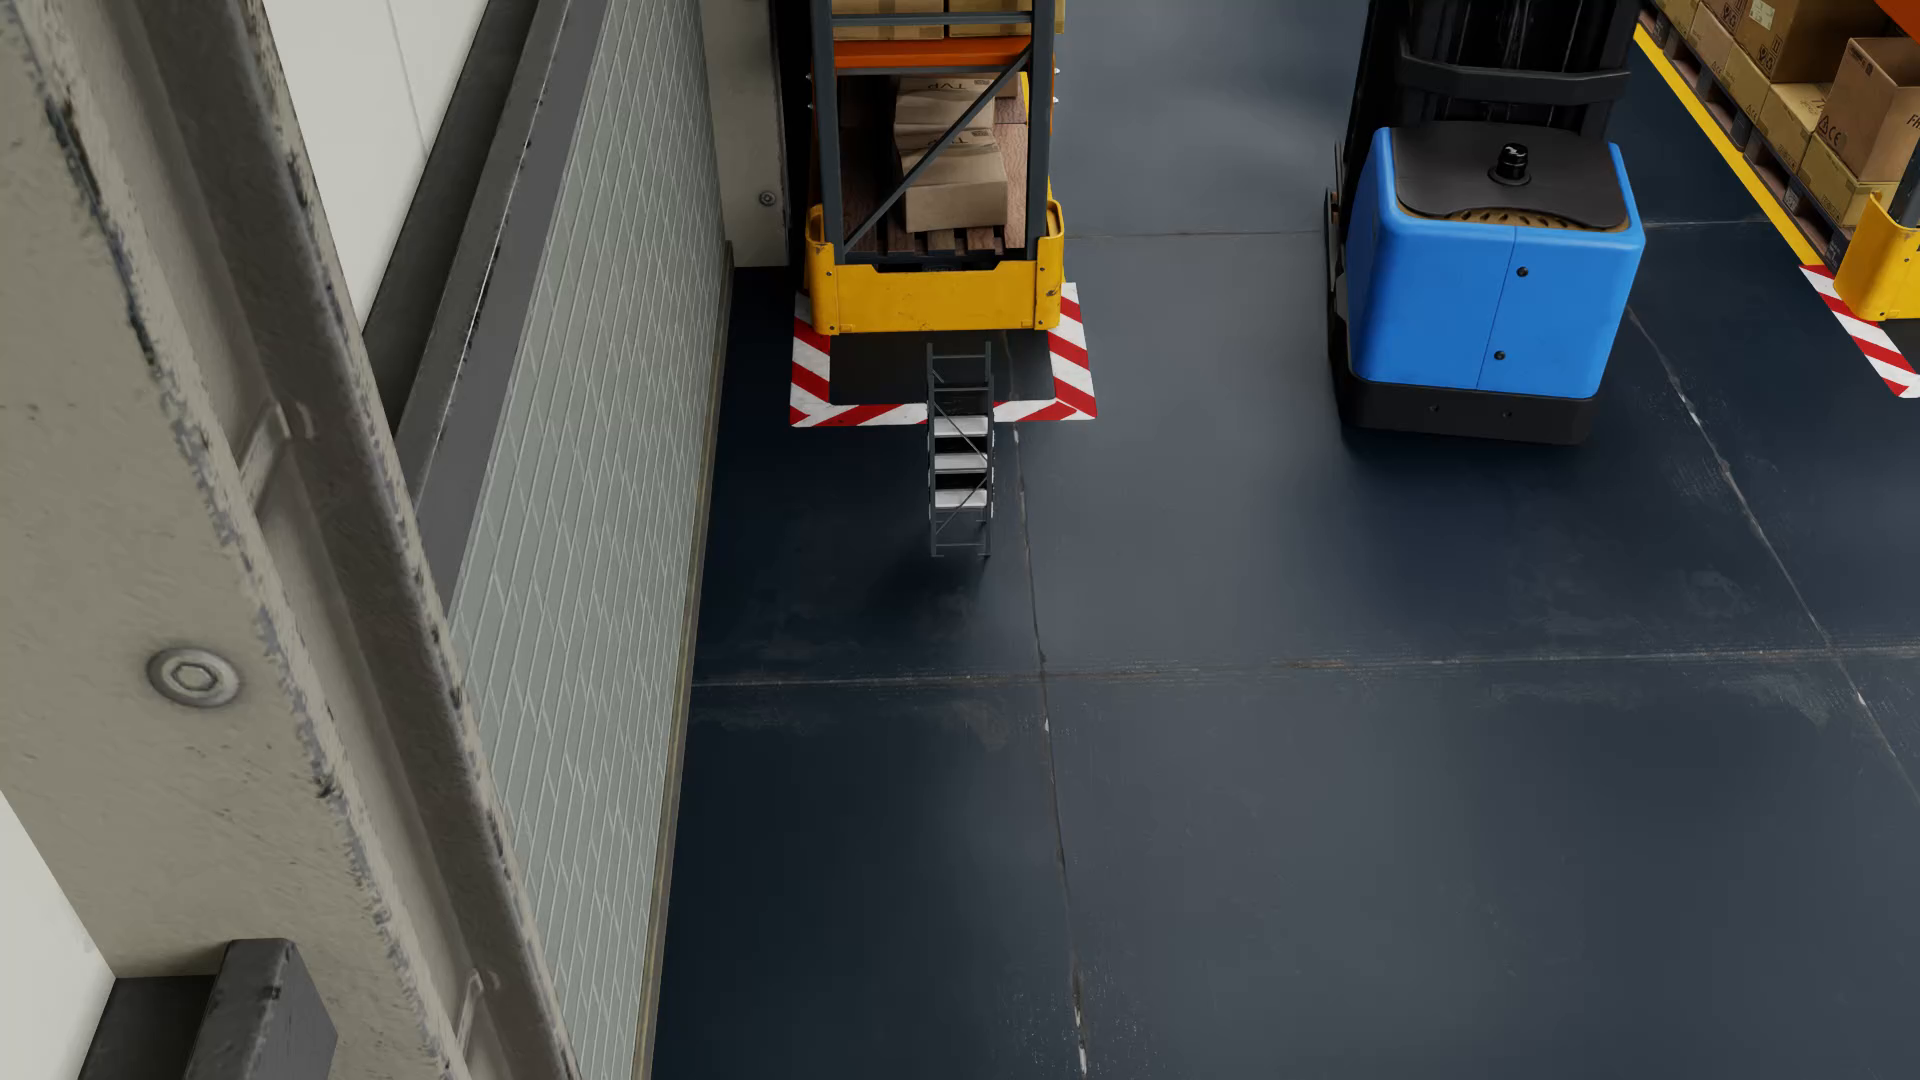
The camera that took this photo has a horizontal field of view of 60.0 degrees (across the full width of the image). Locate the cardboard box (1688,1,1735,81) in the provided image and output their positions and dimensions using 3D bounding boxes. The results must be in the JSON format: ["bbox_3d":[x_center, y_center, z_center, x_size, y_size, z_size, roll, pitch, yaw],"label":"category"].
[{"bbox_3d":[4.442,-2.799,9.308,0.500,0.250,0.500,-2,43,-2],"label":"cardboard box"}]

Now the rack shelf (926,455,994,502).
[{"bbox_3d":[0.000,-0.246,6.535,0.258,0.077,0.200,-2,43,-2],"label":"rack shelf"}]

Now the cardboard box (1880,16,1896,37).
[{"bbox_3d":[4.978,-2.752,8.702,0.500,0.500,0.500,-2,43,-2],"label":"cardboard box"}]

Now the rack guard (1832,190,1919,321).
[{"bbox_3d":[4.837,-1.354,7.857,1.175,0.500,0.348,-2,43,-2],"label":"rack guard"}]

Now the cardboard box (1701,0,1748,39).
[{"bbox_3d":[4.438,-3.075,9.054,0.500,0.500,0.500,-2,43,-2],"label":"cardboard box"}]

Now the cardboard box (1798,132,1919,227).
[{"bbox_3d":[4.518,-1.786,8.203,0.500,0.250,0.500,-2,43,-2],"label":"cardboard box"}]

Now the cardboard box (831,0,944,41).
[{"bbox_3d":[-0.327,-2.409,7.255,0.500,0.250,0.500,-1,43,-1],"label":"cardboard box"}]

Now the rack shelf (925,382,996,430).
[{"bbox_3d":[0.000,-0.512,6.292,0.258,0.077,0.200,-2,43,-2],"label":"rack shelf"}]

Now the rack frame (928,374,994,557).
[{"bbox_3d":[0.004,-0.269,6.377,0.240,0.900,0.006,-2,43,-2],"label":"rack frame"}]

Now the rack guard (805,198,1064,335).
[{"bbox_3d":[-0.117,-1.277,7.773,1.175,0.500,0.348,-2,43,-2],"label":"rack guard"}]

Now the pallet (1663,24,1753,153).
[{"bbox_3d":[4.713,-2.601,9.431,1.003,0.211,1.213,-2,43,-2],"label":"pallet"}]

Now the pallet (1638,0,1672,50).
[{"bbox_3d":[4.658,-3.426,10.332,1.003,0.211,1.213,-2,43,-2],"label":"pallet"}]

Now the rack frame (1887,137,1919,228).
[{"bbox_3d":[4.836,-2.292,7.030,1.000,3.000,0.127,-2,43,-2],"label":"rack frame"}]

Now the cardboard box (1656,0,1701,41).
[{"bbox_3d":[4.415,-3.136,9.676,0.500,0.250,0.500,-2,43,-2],"label":"cardboard box"}]

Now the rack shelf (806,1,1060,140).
[{"bbox_3d":[-0.198,-3.232,8.589,1.077,0.370,4.000,-2,43,-2],"label":"rack shelf"}]

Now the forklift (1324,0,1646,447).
[{"bbox_3d":[2.376,-2.478,7.284,1.130,2.935,3.031,6,43,6],"label":"forklift"}]

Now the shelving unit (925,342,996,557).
[{"bbox_3d":[0.000,-0.337,6.452,0.258,0.900,0.210,-2,43,-2],"label":"shelving unit"}]

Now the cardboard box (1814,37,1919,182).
[{"bbox_3d":[4.516,-2.063,7.950,0.500,0.500,0.500,-2,43,-2],"label":"cardboard box"}]

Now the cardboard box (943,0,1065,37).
[{"bbox_3d":[0.183,-2.438,7.286,0.500,0.250,0.500,-3,43,-3],"label":"cardboard box"}]

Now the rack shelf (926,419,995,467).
[{"bbox_3d":[0.000,-0.379,6.414,0.258,0.077,0.200,-2,43,-2],"label":"rack shelf"}]

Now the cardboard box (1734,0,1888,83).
[{"bbox_3d":[4.458,-2.738,8.686,0.500,0.500,0.500,-2,43,-2],"label":"cardboard box"}]

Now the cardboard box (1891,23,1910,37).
[{"bbox_3d":[5.012,-2.415,8.334,0.500,0.500,0.500,-2,43,-2],"label":"cardboard box"}]

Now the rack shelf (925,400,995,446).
[{"bbox_3d":[0.000,-0.445,6.353,0.258,0.077,0.200,-2,43,-2],"label":"rack shelf"}]

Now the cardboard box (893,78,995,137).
[{"bbox_3d":[-0.077,-2.173,8.565,0.500,0.311,0.500,2,43,2],"label":"cardboard box"}]

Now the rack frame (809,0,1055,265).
[{"bbox_3d":[-0.113,-2.147,6.872,1.000,3.000,0.127,-2,43,-2],"label":"rack frame"}]

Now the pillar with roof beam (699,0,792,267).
[{"bbox_3d":[3.294,-4.930,5.469,9.100,9.000,0.400,-2,43,-2],"label":"pillar with roof beam"}]

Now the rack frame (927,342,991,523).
[{"bbox_3d":[-0.005,-0.406,6.527,0.240,0.900,0.006,-2,43,-2],"label":"rack frame"}]

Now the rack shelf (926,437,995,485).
[{"bbox_3d":[0.000,-0.313,6.474,0.258,0.077,0.200,-2,43,-2],"label":"rack shelf"}]

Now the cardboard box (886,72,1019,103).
[{"bbox_3d":[-0.058,-2.739,9.043,0.700,0.500,0.500,-4,43,-4],"label":"cardboard box"}]

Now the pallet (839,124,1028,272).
[{"bbox_3d":[-0.116,-1.720,8.470,1.003,0.211,1.213,-2,43,-2],"label":"pallet"}]

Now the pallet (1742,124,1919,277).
[{"bbox_3d":[4.761,-1.779,8.534,1.003,0.211,1.213,-2,43,-2],"label":"pallet"}]

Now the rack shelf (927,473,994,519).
[{"bbox_3d":[0.000,-0.180,6.596,0.258,0.077,0.200,-2,43,-2],"label":"rack shelf"}]

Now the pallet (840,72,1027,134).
[{"bbox_3d":[-0.165,-2.542,9.366,1.003,0.211,1.213,-2,43,-2],"label":"pallet"}]

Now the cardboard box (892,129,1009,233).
[{"bbox_3d":[-0.053,-1.788,8.145,0.500,0.311,0.500,-6,43,-7],"label":"cardboard box"}]

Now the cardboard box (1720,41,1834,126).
[{"bbox_3d":[4.461,-2.461,8.939,0.500,0.250,0.500,-2,43,-2],"label":"cardboard box"}]

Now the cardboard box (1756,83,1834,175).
[{"bbox_3d":[4.484,-2.124,8.571,0.500,0.250,0.500,-2,43,-2],"label":"cardboard box"}]
